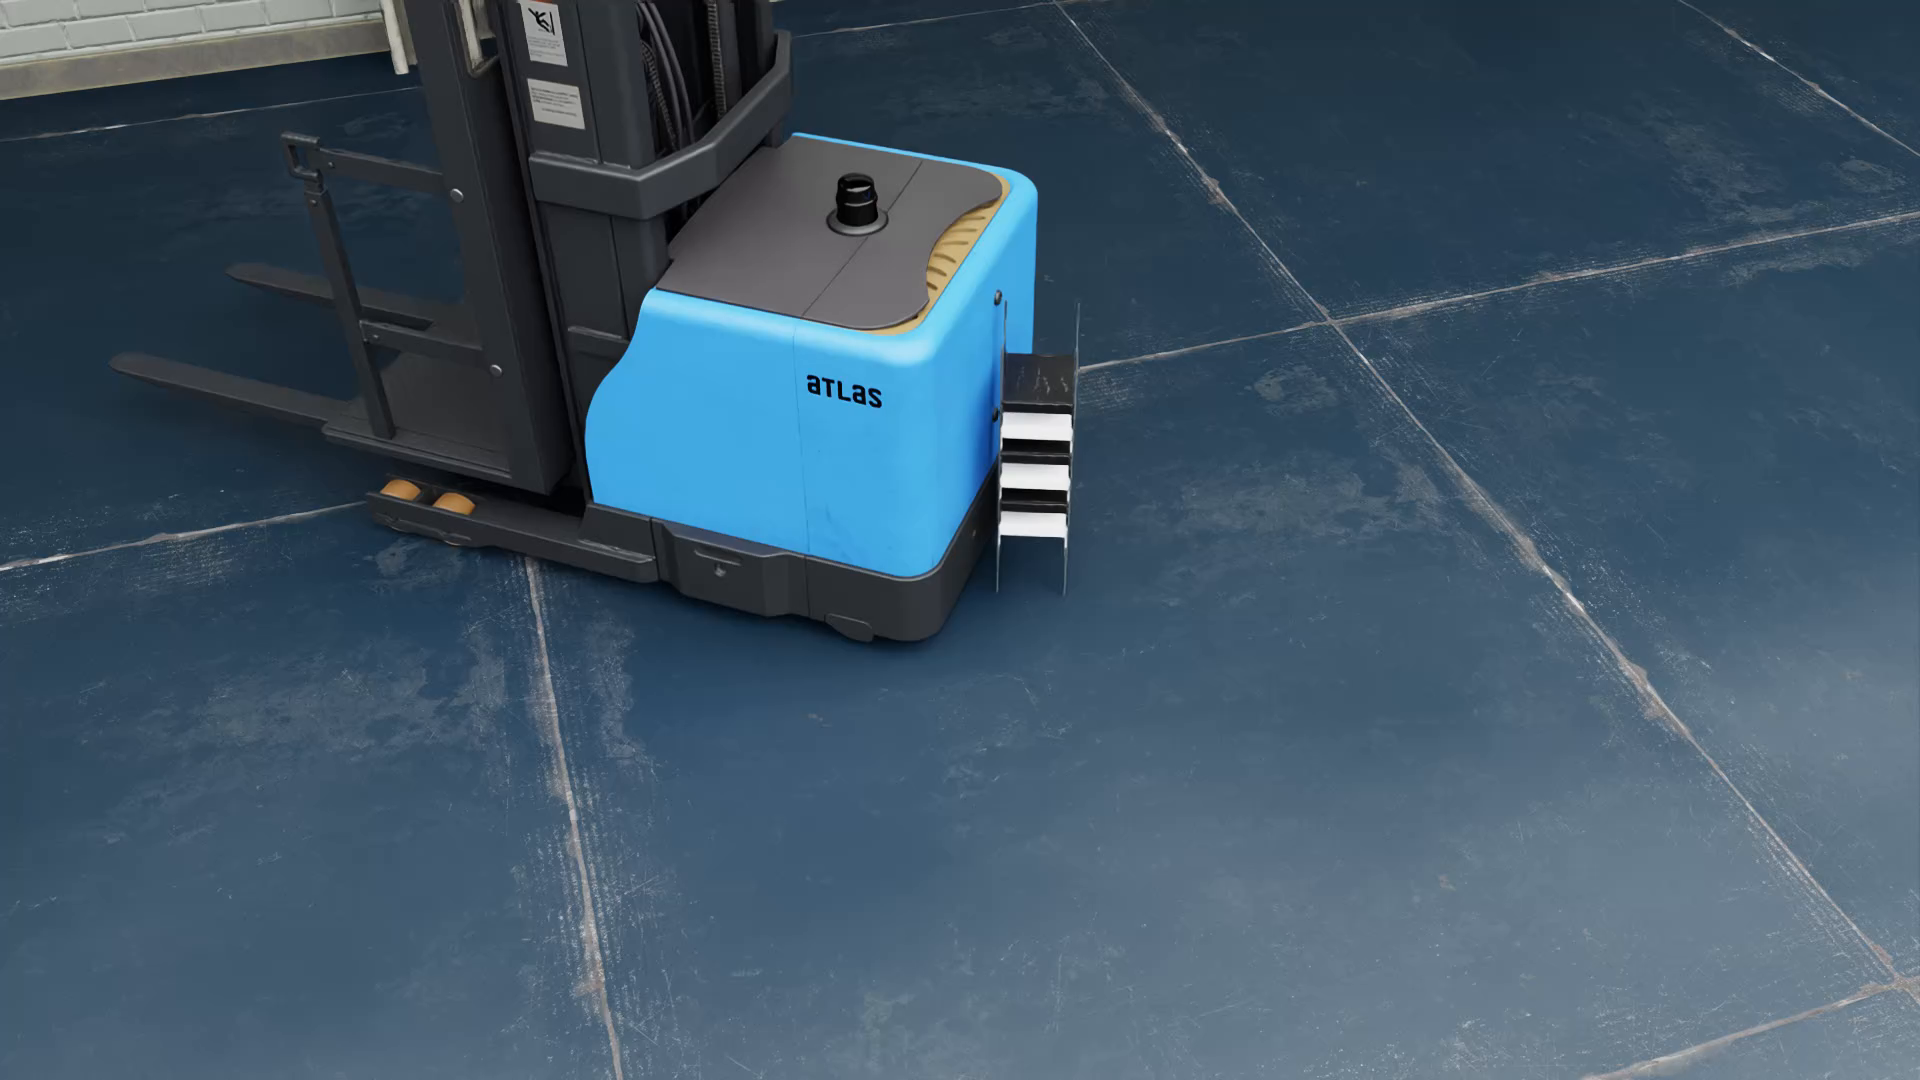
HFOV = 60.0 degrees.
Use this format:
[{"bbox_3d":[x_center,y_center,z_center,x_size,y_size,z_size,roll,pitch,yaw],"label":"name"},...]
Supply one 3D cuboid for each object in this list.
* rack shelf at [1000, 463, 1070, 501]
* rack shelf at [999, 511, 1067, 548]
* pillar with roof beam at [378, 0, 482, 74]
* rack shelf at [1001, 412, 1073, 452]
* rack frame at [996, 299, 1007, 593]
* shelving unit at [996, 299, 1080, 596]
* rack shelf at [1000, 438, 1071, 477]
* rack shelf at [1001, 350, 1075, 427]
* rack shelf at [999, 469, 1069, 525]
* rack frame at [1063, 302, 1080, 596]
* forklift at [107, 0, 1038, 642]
[{"bbox_3d":[0.222,-0.226,4.876,0.200,0.077,0.258,2,41,3],"label":"rack shelf"},{"bbox_3d":[0.223,-0.091,4.994,0.200,0.077,0.258,2,41,3],"label":"rack shelf"},{"bbox_3d":[-1.184,-2.985,1.827,0.400,9.000,9.100,-12,42,-13],"label":"pillar with roof beam"},{"bbox_3d":[0.222,-0.362,4.757,0.200,0.077,0.258,2,41,3],"label":"rack shelf"},{"bbox_3d":[0.121,-0.256,4.859,0.006,0.900,0.240,2,41,3],"label":"rack frame"},{"bbox_3d":[0.222,-0.251,4.854,0.210,0.900,0.258,2,41,3],"label":"shelving unit"},{"bbox_3d":[0.222,-0.294,4.816,0.200,0.077,0.258,2,41,3],"label":"rack shelf"},{"bbox_3d":[0.222,-0.430,4.698,0.200,0.077,0.258,2,41,3],"label":"rack shelf"},{"bbox_3d":[0.223,-0.158,4.935,0.200,0.077,0.258,2,41,3],"label":"rack shelf"},{"bbox_3d":[0.324,-0.247,4.849,0.006,0.900,0.240,2,41,3],"label":"rack frame"},{"bbox_3d":[-1.333,-1.398,4.622,3.031,2.935,1.130,13,43,15],"label":"forklift"}]
